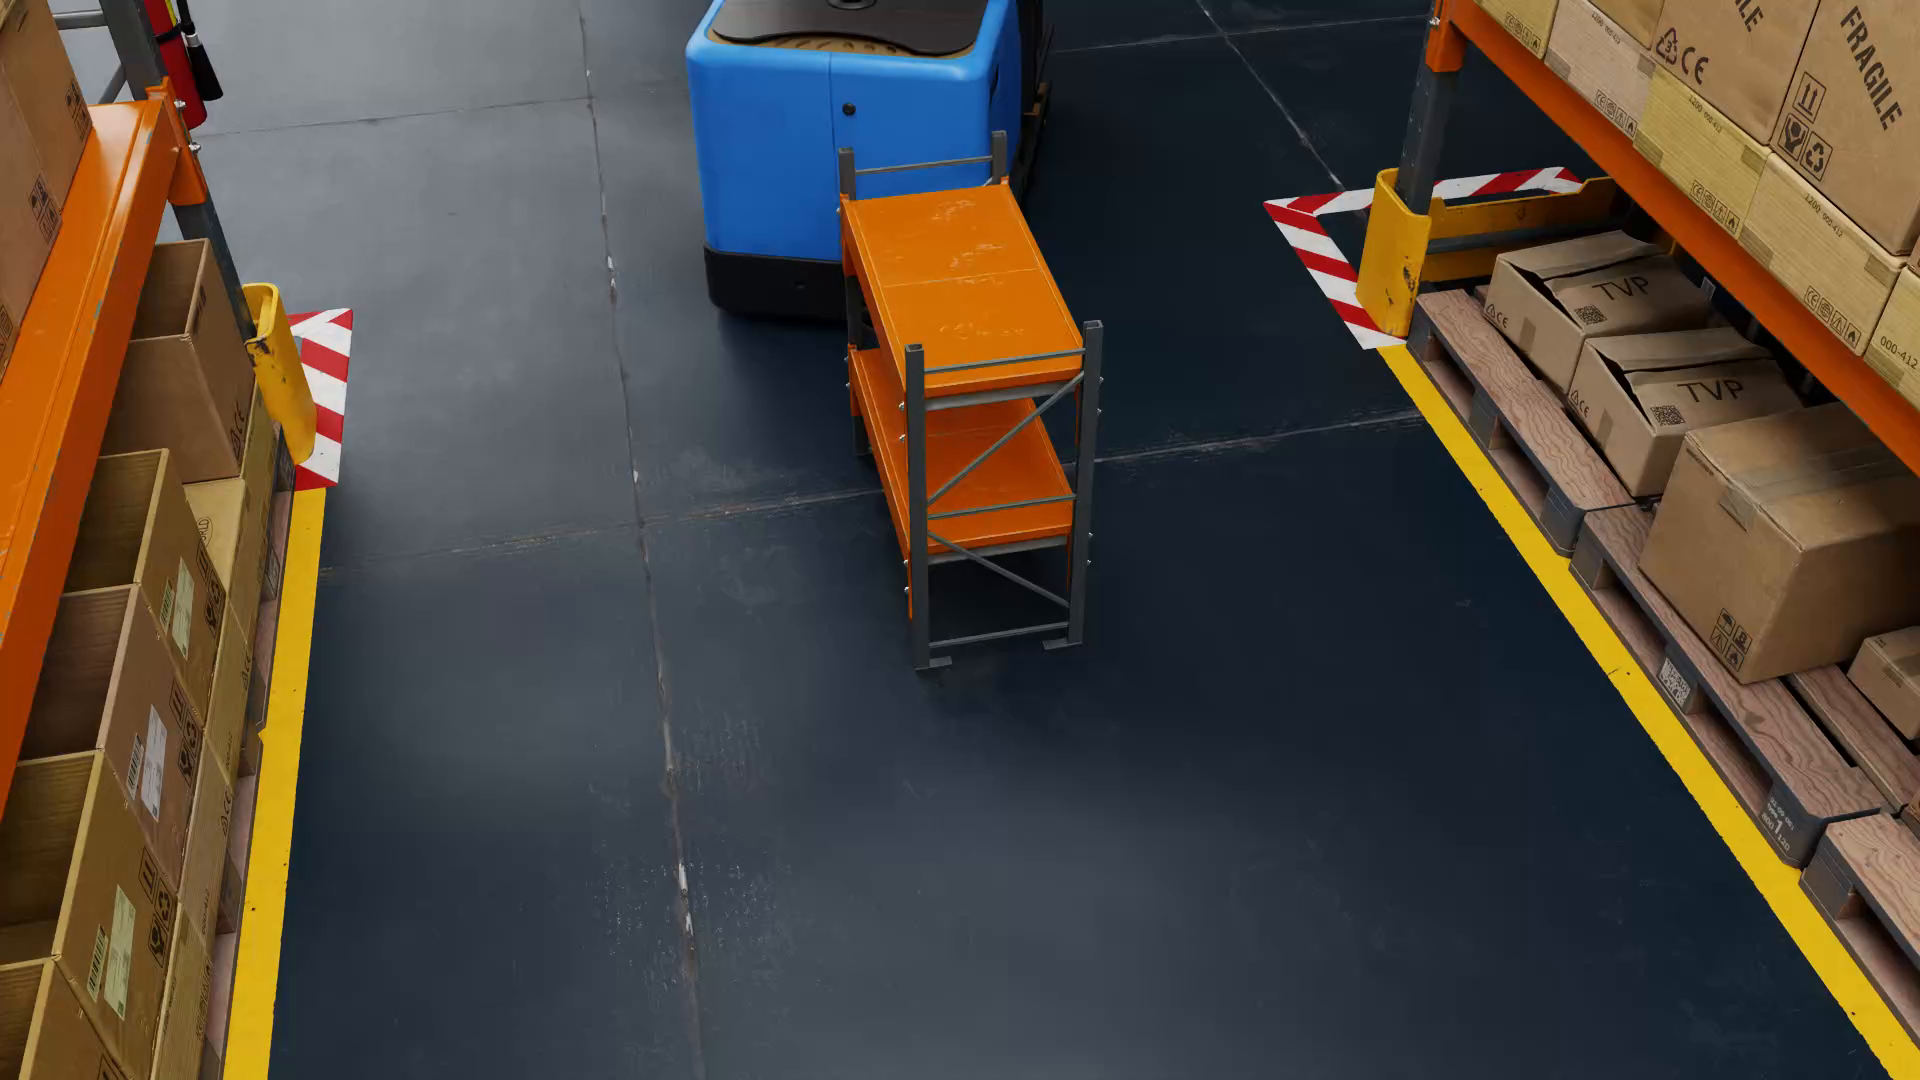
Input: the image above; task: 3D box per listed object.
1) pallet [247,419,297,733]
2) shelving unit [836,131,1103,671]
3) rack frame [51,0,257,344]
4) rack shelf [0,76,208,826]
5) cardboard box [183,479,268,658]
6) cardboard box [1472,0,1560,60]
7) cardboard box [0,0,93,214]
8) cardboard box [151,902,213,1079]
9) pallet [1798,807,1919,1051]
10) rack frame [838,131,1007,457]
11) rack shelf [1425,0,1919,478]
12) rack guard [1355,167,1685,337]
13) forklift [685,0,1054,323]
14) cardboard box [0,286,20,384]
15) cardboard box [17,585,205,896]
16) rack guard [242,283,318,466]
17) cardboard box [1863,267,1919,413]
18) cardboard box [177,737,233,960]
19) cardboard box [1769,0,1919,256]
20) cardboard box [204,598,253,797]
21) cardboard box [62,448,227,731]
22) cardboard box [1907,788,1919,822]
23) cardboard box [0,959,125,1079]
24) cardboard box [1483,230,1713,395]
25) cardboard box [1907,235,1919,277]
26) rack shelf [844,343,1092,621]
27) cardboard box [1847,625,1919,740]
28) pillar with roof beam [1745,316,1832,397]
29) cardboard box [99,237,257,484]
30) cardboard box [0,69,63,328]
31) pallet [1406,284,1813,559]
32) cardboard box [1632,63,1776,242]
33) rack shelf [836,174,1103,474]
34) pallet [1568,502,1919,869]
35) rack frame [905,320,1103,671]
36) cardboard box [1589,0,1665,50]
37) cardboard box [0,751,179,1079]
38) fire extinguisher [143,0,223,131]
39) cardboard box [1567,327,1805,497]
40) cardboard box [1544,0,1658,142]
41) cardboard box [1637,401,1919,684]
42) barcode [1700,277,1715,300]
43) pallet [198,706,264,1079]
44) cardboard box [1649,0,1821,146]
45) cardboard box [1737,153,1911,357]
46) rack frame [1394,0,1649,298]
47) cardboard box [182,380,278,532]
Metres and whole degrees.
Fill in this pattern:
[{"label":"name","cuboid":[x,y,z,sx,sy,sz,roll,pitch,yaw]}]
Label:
[{"label":"pallet","cuboid":[-2.556,0.144,4.928,1.003,0.211,1.213,-8,42,-9]},{"label":"shelving unit","cuboid":[0.001,-0.416,4.872,0.538,1.125,1.048,-8,42,-9]},{"label":"rack frame","cuboid":[-2.762,-1.388,4.554,1.000,3.000,0.127,-8,42,-9]},{"label":"rack shelf","cuboid":[-2.330,0.177,3.332,1.077,0.370,4.000,-8,42,-9]},{"label":"cardboard box","cuboid":[-2.238,0.111,4.620,0.500,0.250,0.500,-8,42,-9]},{"label":"cardboard box","cuboid":[1.870,-1.690,4.992,0.500,0.250,0.500,-9,42,-11]},{"label":"cardboard box","cuboid":[-2.673,-1.121,4.178,0.700,0.500,0.500,-8,42,-9]},{"label":"cardboard box","cuboid":[-1.908,1.082,3.526,0.500,0.250,0.500,-8,42,-9]},{"label":"pallet","cuboid":[2.759,1.105,3.846,1.003,0.211,1.213,-8,42,-9]},{"label":"rack frame","cuboid":[-0.108,-0.746,5.243,0.500,1.125,0.032,-8,42,-9]},{"label":"rack shelf","cuboid":[2.506,-0.535,4.135,1.077,0.370,4.000,-8,42,-9]},{"label":"rack guard","cuboid":[2.091,-1.116,6.131,1.175,0.500,0.348,-8,42,-9]},{"label":"forklift","cuboid":[-0.197,-2.835,6.236,1.130,2.935,3.031,6,42,6]},{"label":"cardboard box","cuboid":[-2.454,-0.459,3.432,0.700,0.500,0.500,-8,42,-9]},{"label":"cardboard box","cuboid":[-2.018,0.478,3.642,0.500,0.500,0.500,-8,42,-9]},{"label":"rack guard","cuboid":[-2.767,-0.469,5.401,1.175,0.500,0.348,-8,42,-9]},{"label":"cardboard box","cuboid":[2.317,-0.370,3.506,0.500,0.250,0.500,-9,42,-10]},{"label":"cardboard box","cuboid":[-2.022,0.759,3.890,0.500,0.250,0.500,-8,42,-9]},{"label":"cardboard box","cuboid":[2.210,-0.989,3.638,0.500,0.500,0.500,-7,42,-8]},{"label":"cardboard box","cuboid":[-2.128,0.435,4.256,0.500,0.250,0.500,-8,42,-9]},{"label":"cardboard box","cuboid":[-2.125,0.154,4.007,0.500,0.500,0.500,-8,42,-9]},{"label":"cardboard box","cuboid":[2.675,0.596,3.871,0.500,0.500,0.500,-11,43,-12]},{"label":"cardboard box","cuboid":[-1.808,1.127,2.911,0.500,0.500,0.500,-8,42,-9]},{"label":"cardboard box","cuboid":[2.136,-0.798,5.583,0.500,0.311,0.500,-13,43,-14]},{"label":"cardboard box","cuboid":[2.322,-0.652,3.258,0.500,0.500,0.500,-9,42,-11]},{"label":"rack shelf","cuboid":[0.001,-0.233,5.034,0.538,0.278,1.000,-8,42,-9]},{"label":"cardboard box","cuboid":[2.612,0.355,4.407,0.380,0.149,0.250,-12,43,-13]},{"label":"pillar with roof beam","cuboid":[-1.133,-3.397,2.298,9.100,9.000,0.400,-8,42,-9]},{"label":"cardboard box","cuboid":[-2.355,-0.492,4.735,0.500,0.500,0.500,-8,42,-9]},{"label":"cardboard box","cuboid":[-2.555,-0.781,3.795,0.700,0.500,0.500,-7,42,-8]},{"label":"pallet","cuboid":[2.232,-0.476,5.628,1.003,0.211,1.213,-8,42,-9]},{"label":"cardboard box","cuboid":[2.100,-1.024,4.242,0.500,0.250,0.500,-9,42,-10]},{"label":"rack shelf","cuboid":[0.001,-0.635,4.677,0.538,0.278,1.000,-8,42,-9]},{"label":"pallet","cuboid":[2.492,0.313,4.739,1.003,0.211,1.213,-8,42,-9]},{"label":"rack frame","cuboid":[0.111,-0.087,4.500,0.500,1.125,0.032,-8,42,-9]},{"label":"cardboard box","cuboid":[1.981,-1.658,4.391,0.500,0.500,0.500,-8,42,-9]},{"label":"cardboard box","cuboid":[-1.908,0.802,3.277,0.500,0.500,0.500,-8,42,-9]},{"label":"fire extinguisher","cuboid":[-2.333,-1.502,4.741,0.296,0.674,0.183,-8,42,-9]},{"label":"cardboard box","cuboid":[2.259,-0.428,5.167,0.500,0.311,0.500,-5,42,-6]},{"label":"cardboard box","cuboid":[1.996,-1.355,4.615,0.500,0.250,0.500,-10,42,-11]},{"label":"cardboard box","cuboid":[2.369,-0.016,4.560,0.700,0.500,0.500,-11,43,-12]},{"label":"barcode","cuboid":[2.531,-0.847,5.632,0.001,0.075,0.075,-8,42,-9]},{"label":"pallet","cuboid":[-2.296,0.934,4.039,1.003,0.211,1.213,-8,42,-9]},{"label":"cardboard box","cuboid":[2.087,-1.322,4.013,0.500,0.500,0.500,-10,42,-11]},{"label":"cardboard box","cuboid":[2.207,-0.696,3.873,0.500,0.250,0.500,-8,42,-9]},{"label":"rack frame","cuboid":[2.075,-2.100,5.356,1.000,3.000,0.127,-8,42,-9]},{"label":"cardboard box","cuboid":[-2.357,-0.211,4.984,0.500,0.250,0.500,-8,42,-9]}]
